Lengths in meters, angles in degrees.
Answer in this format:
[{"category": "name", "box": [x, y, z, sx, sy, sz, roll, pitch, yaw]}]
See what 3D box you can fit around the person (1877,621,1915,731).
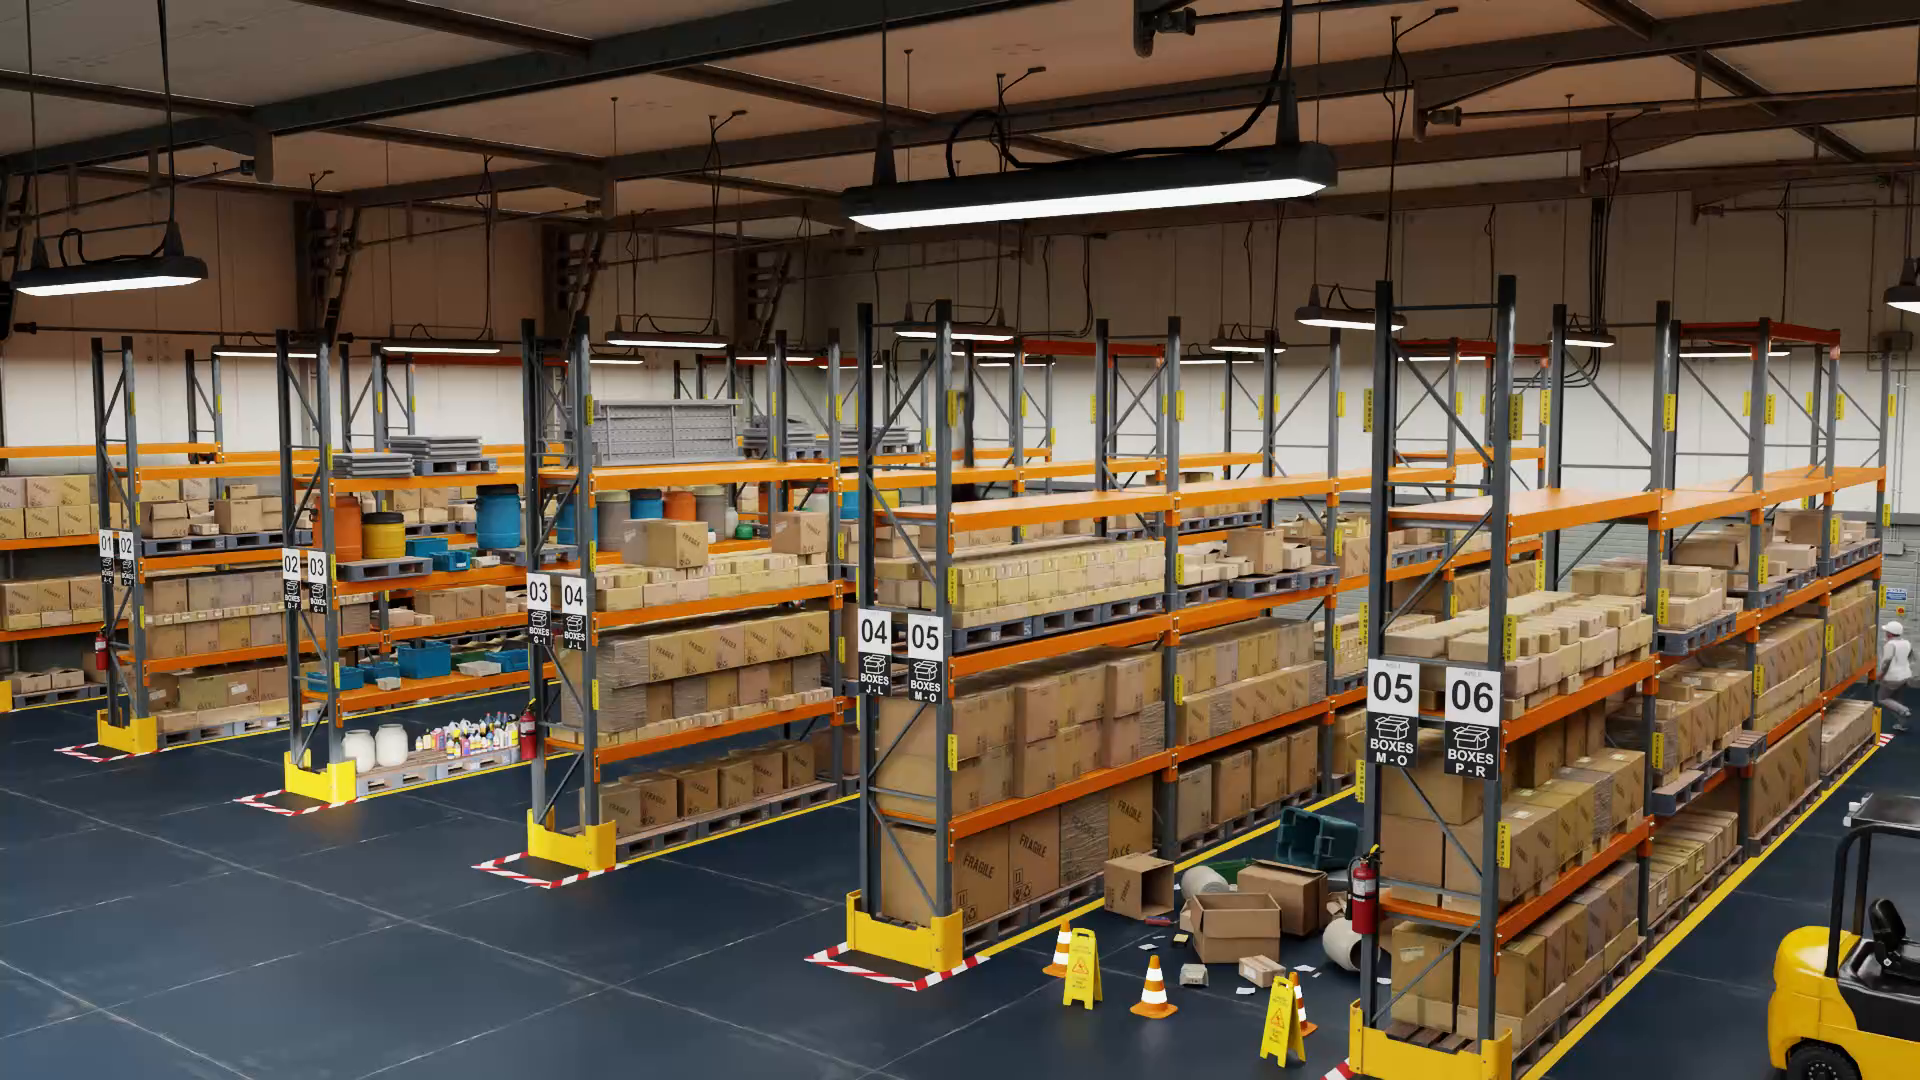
[{"category": "person", "box": [14.356, 2.098, 25.539, 0.746, 1.702, 0.542, -2, 5, -21]}]
